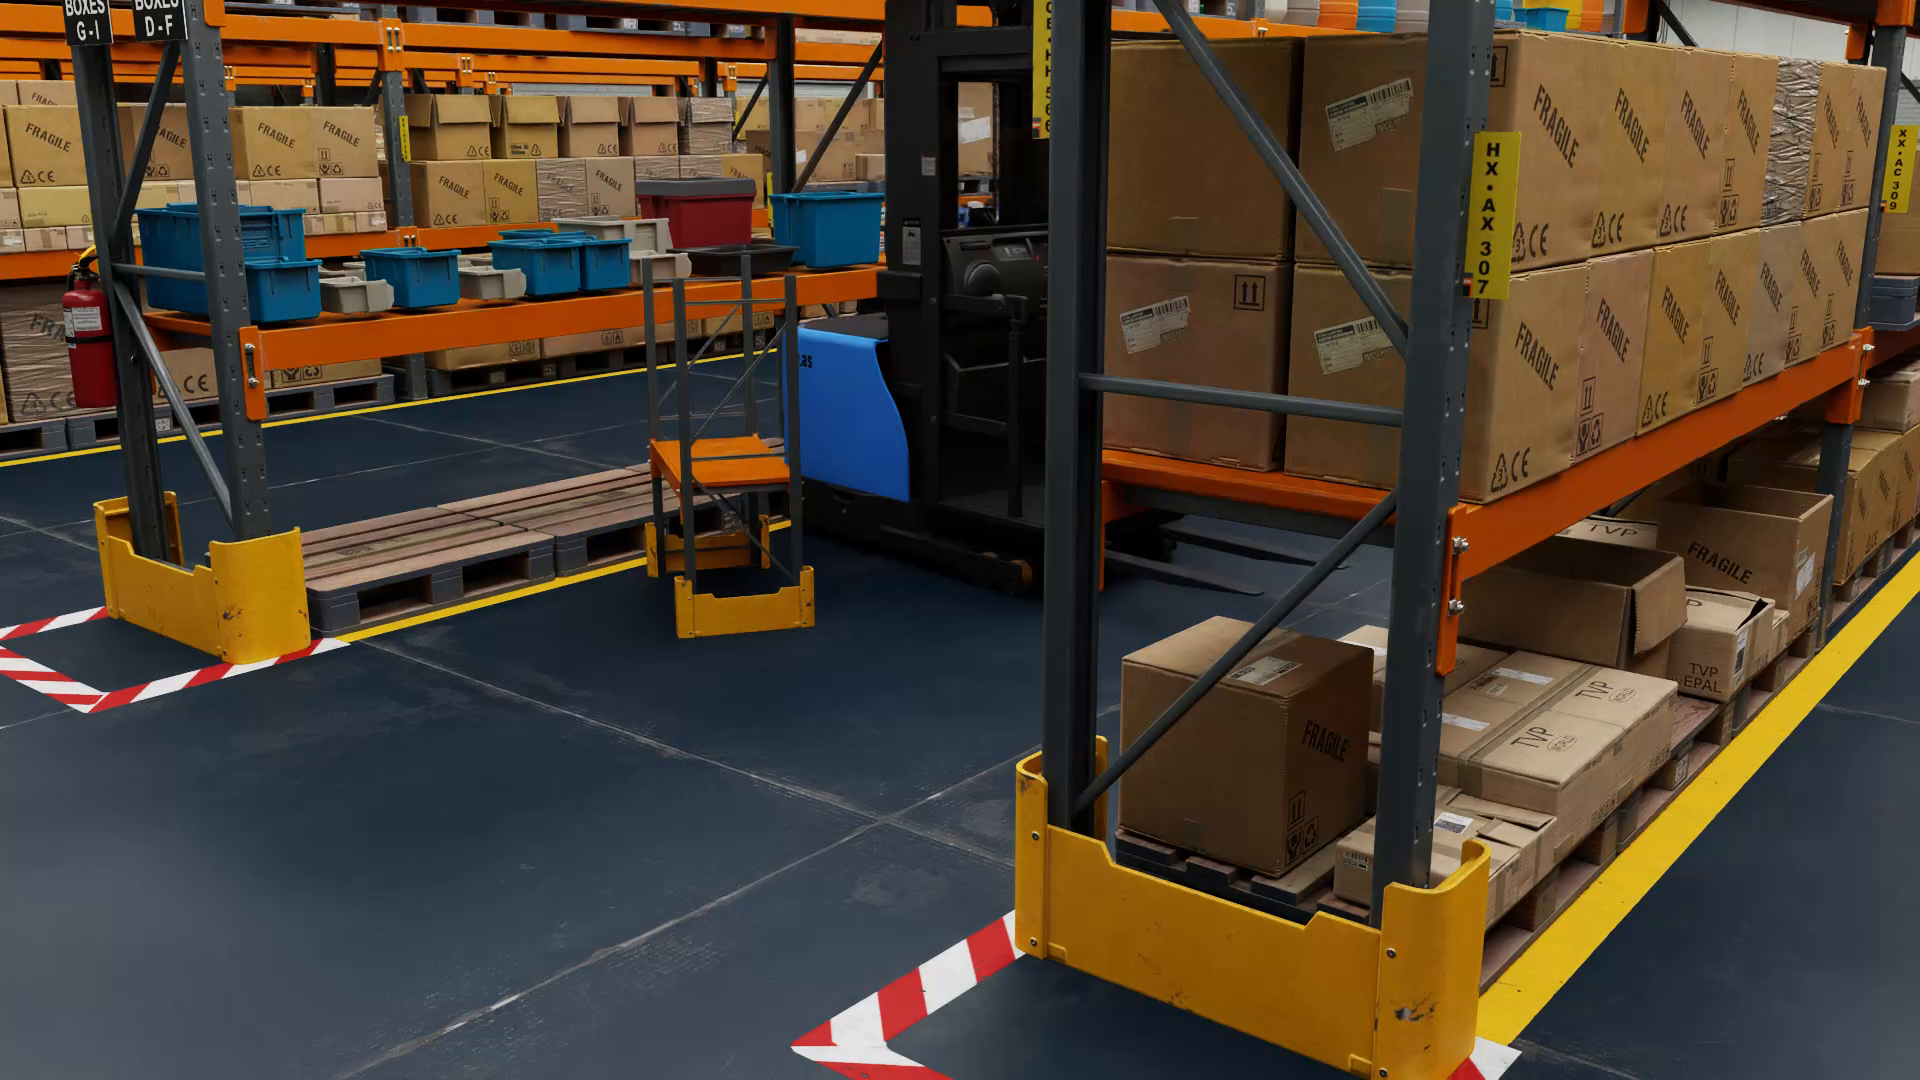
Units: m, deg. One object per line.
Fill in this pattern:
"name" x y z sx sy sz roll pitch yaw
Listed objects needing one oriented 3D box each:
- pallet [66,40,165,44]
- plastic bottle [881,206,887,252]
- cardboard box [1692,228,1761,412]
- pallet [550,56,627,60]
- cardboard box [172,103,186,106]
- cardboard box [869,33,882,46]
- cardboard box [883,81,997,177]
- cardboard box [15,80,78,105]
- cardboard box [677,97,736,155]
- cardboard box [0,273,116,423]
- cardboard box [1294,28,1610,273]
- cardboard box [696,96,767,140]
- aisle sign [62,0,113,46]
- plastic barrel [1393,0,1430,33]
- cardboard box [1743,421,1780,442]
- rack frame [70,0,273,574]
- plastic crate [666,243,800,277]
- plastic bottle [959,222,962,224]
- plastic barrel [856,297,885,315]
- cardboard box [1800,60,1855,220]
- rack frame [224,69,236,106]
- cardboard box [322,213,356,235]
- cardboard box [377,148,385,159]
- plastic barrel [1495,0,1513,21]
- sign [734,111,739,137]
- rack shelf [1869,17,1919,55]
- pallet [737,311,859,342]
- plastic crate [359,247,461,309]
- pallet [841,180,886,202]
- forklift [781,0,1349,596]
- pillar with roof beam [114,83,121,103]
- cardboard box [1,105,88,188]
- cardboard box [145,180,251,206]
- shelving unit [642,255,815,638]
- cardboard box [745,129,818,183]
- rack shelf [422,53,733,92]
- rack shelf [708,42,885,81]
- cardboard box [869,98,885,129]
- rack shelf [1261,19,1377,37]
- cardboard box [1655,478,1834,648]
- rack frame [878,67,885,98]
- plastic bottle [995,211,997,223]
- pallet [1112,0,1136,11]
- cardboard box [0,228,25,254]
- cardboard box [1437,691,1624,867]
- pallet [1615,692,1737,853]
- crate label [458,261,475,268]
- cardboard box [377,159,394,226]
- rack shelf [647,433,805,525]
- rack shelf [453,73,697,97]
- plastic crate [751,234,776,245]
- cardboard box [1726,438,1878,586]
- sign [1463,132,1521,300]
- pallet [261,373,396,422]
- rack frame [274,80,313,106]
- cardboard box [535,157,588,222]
"pallet" -7.879 -4.861 15.954 1.213 0.211 1.003 11 18 38
"plastic bottle" -0.477 -1.978 10.570 0.152 0.276 0.135 11 18 38
"cardboard box" 2.070 -0.693 5.056 0.500 0.500 0.500 12 18 38
"pallet" -4.772 -5.871 19.932 1.003 0.211 1.213 12 19 40
"cardboard box" -9.871 -5.303 21.170 0.500 0.500 0.500 11 18 36
"cardboard box" -0.910 -5.005 16.446 0.500 0.250 0.500 12 18 39
"cardboard box" -0.136 -4.505 18.194 1.000 1.000 1.000 11 18 38
"cardboard box" -8.435 -3.942 15.209 0.500 0.500 0.500 10 18 36
"cardboard box" -2.514 -3.773 15.141 0.797 0.503 0.637 12 19 39
"cardboard box" -6.158 -1.326 11.214 0.875 0.875 0.875 11 18 38
"cardboard box" 1.117 -0.887 3.788 0.500 0.500 0.500 12 19 39
"cardboard box" -3.063 -5.590 22.037 0.875 0.550 0.550 11 18 38
"aisle sign" -3.490 -2.368 6.574 0.394 0.787 0.004 11 18 38
"plastic barrel" 3.763 -4.816 14.376 0.600 0.901 0.600 0 14 0
"cardboard box" 3.552 -0.310 7.933 0.500 0.500 0.500 11 18 38
"rack frame" -3.217 -1.077 6.770 1.000 3.000 0.127 11 18 38
"plastic crate" -1.198 -1.483 8.804 0.437 0.125 0.590 11 18 38
"plastic bottle" 0.005 -1.862 10.264 0.097 0.201 0.097 0 14 0
"plastic barrel" -0.348 -1.131 10.392 0.600 0.901 0.708 11 18 38
"cardboard box" 2.711 -1.373 5.703 0.500 0.500 0.500 11 18 36
"rack frame" -9.750 -4.909 21.855 1.000 3.000 0.127 11 18 38
"cardboard box" -4.655 -2.329 12.209 0.380 0.149 0.250 12 18 39
"cardboard box" -6.280 -4.073 17.618 0.380 0.149 0.250 11 18 38
"plastic barrel" 5.034 -5.449 16.018 0.600 0.901 0.708 11 18 38
"sign" -2.894 -5.369 21.475 0.100 0.325 0.005 11 18 38
"rack shelf" 6.918 -3.330 11.007 1.077 0.370 4.000 11 18 38
"pallet" -1.549 -2.173 16.749 1.003 0.211 1.213 11 18 38
"plastic crate" -2.392 -1.147 7.265 0.416 0.233 0.300 11 18 38
"pallet" -0.829 -3.668 17.359 1.003 0.211 1.213 11 18 38
"forklift" 0.429 -1.308 7.818 1.130 2.935 3.031 -13 19 -41
"pillar with roof beam" -10.146 -8.307 23.046 9.100 9.000 0.400 11 18 38
"cardboard box" -5.923 -2.524 10.645 0.500 0.500 0.500 11 18 36
"cardboard box" -5.273 -2.358 11.515 0.500 0.250 0.500 12 18 39
"shelving unit" -1.062 -0.460 7.388 0.587 1.500 1.083 -4 15 -17
"cardboard box" -1.733 -3.737 16.185 0.500 0.500 0.500 9 17 31
"rack shelf" -4.579 -5.650 20.142 1.077 0.370 4.000 11 18 38
"rack shelf" -0.785 -4.864 17.045 1.077 0.370 4.000 11 18 38
"cardboard box" -1.345 -6.106 24.068 0.875 0.550 0.550 11 18 38
"rack shelf" 3.068 -4.097 14.028 1.077 0.370 4.000 11 18 38
"cardboard box" 3.010 0.076 6.416 0.500 0.500 0.500 11 18 38
"rack frame" -0.808 -5.694 24.946 1.000 3.000 0.127 11 18 38
"plastic bottle" 0.208 -1.898 10.264 0.097 0.271 0.097 0 14 0
"pallet" 0.424 -3.588 10.946 1.003 0.211 1.213 11 18 38
"cardboard box" -6.106 -1.887 10.469 0.380 0.149 0.250 11 18 37
"cardboard box" 1.510 0.654 4.648 0.500 0.250 0.500 11 18 38
"pallet" 1.948 0.642 5.667 1.003 0.211 1.213 11 18 38
"crate label" -2.496 -1.273 7.954 0.396 0.136 0.243 11 18 38
"cardboard box" -4.474 -2.790 13.309 0.500 0.500 0.500 11 18 38
"rack shelf" -1.065 -0.288 7.441 0.538 0.185 1.000 -4 15 -17
"rack shelf" -5.979 -7.163 26.097 1.077 0.370 4.000 11 18 38
"plastic crate" -1.107 -1.677 9.546 0.396 0.136 0.243 11 18 38
"cardboard box" 3.641 -0.132 7.235 0.500 0.500 0.500 10 18 35
"sign" 1.055 -0.645 3.313 0.100 0.325 0.005 11 18 38
"pallet" -5.095 -1.124 12.620 1.003 0.211 1.213 11 18 38
"rack frame" -11.099 -6.442 27.891 1.000 3.000 0.127 11 18 38
"cardboard box" -3.442 -2.899 13.741 0.500 0.500 0.500 11 18 36
